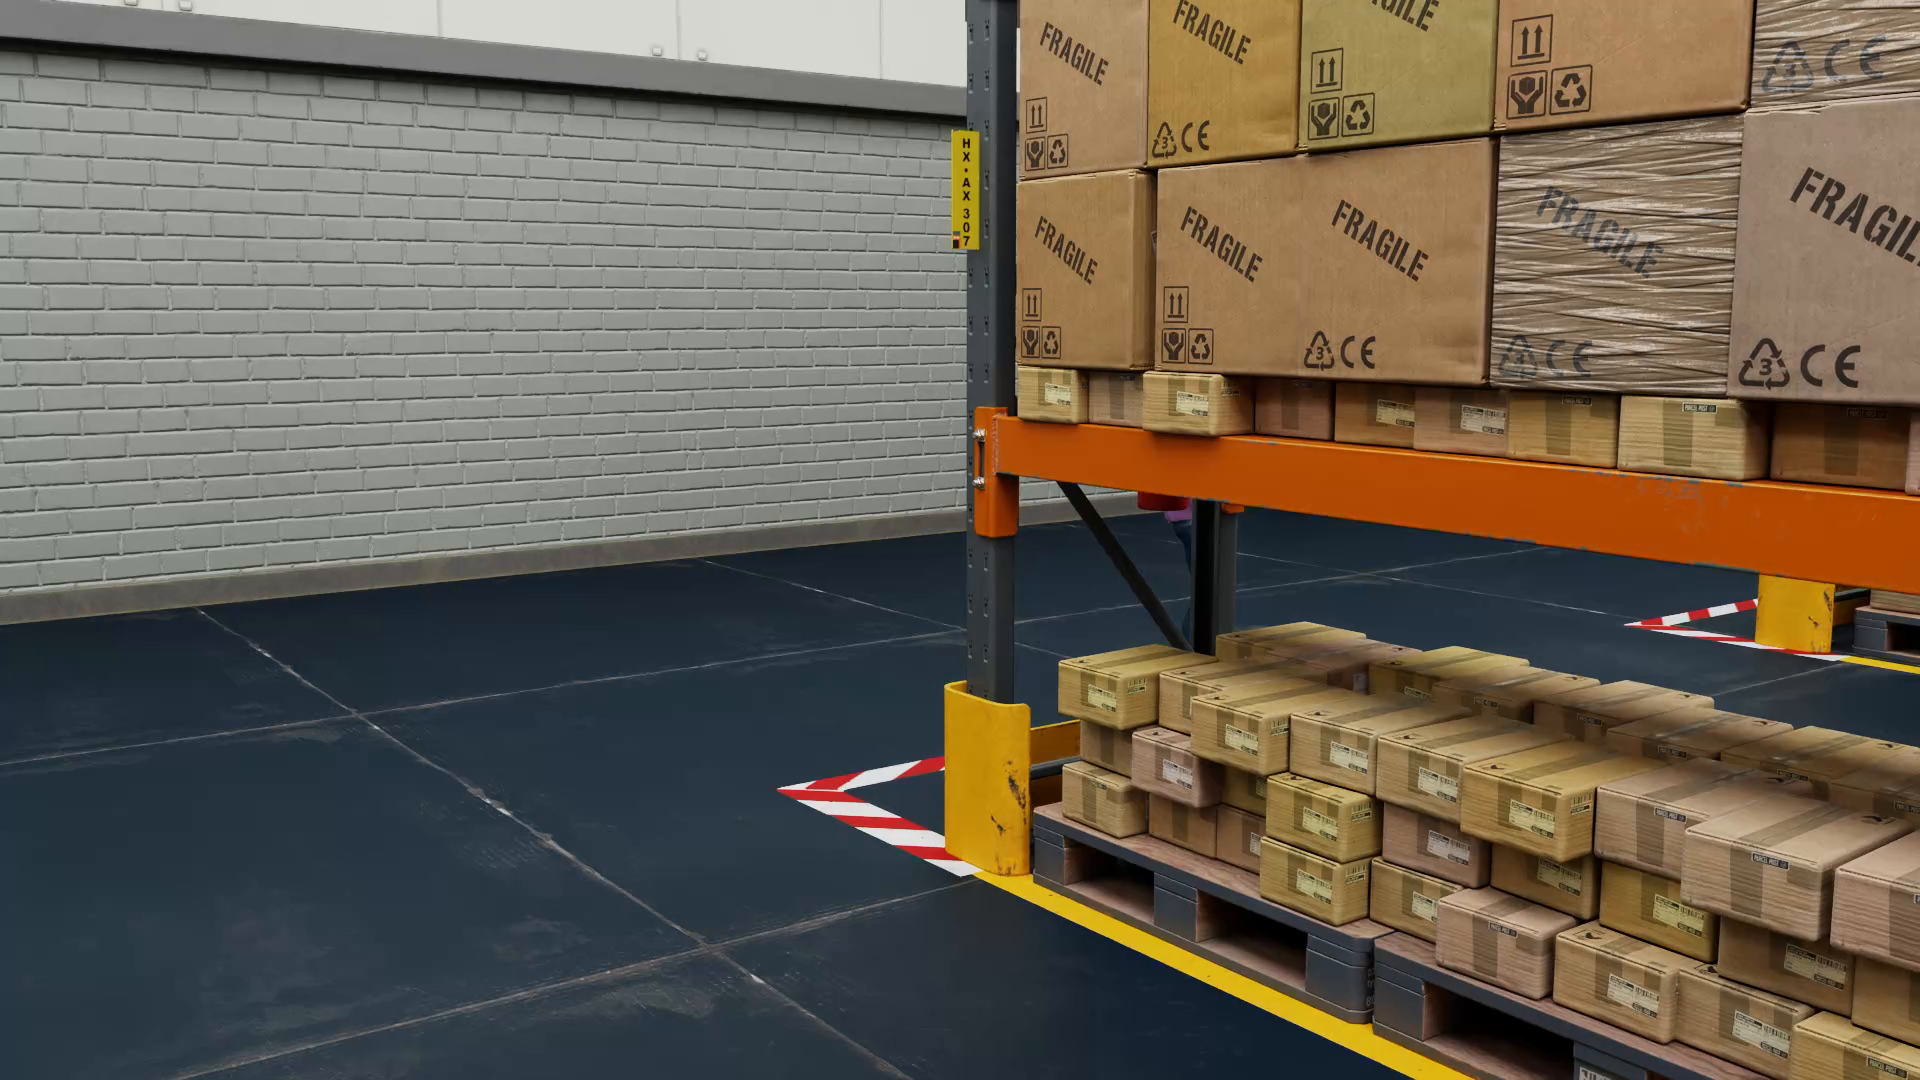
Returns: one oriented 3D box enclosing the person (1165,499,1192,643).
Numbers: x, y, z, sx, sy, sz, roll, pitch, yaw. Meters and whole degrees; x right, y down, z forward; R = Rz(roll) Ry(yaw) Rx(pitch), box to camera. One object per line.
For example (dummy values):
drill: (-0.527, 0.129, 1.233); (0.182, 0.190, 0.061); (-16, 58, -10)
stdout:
person: (0.970, -0.091, 6.496); (0.343, 1.594, 0.481); (1, 8, 8)
